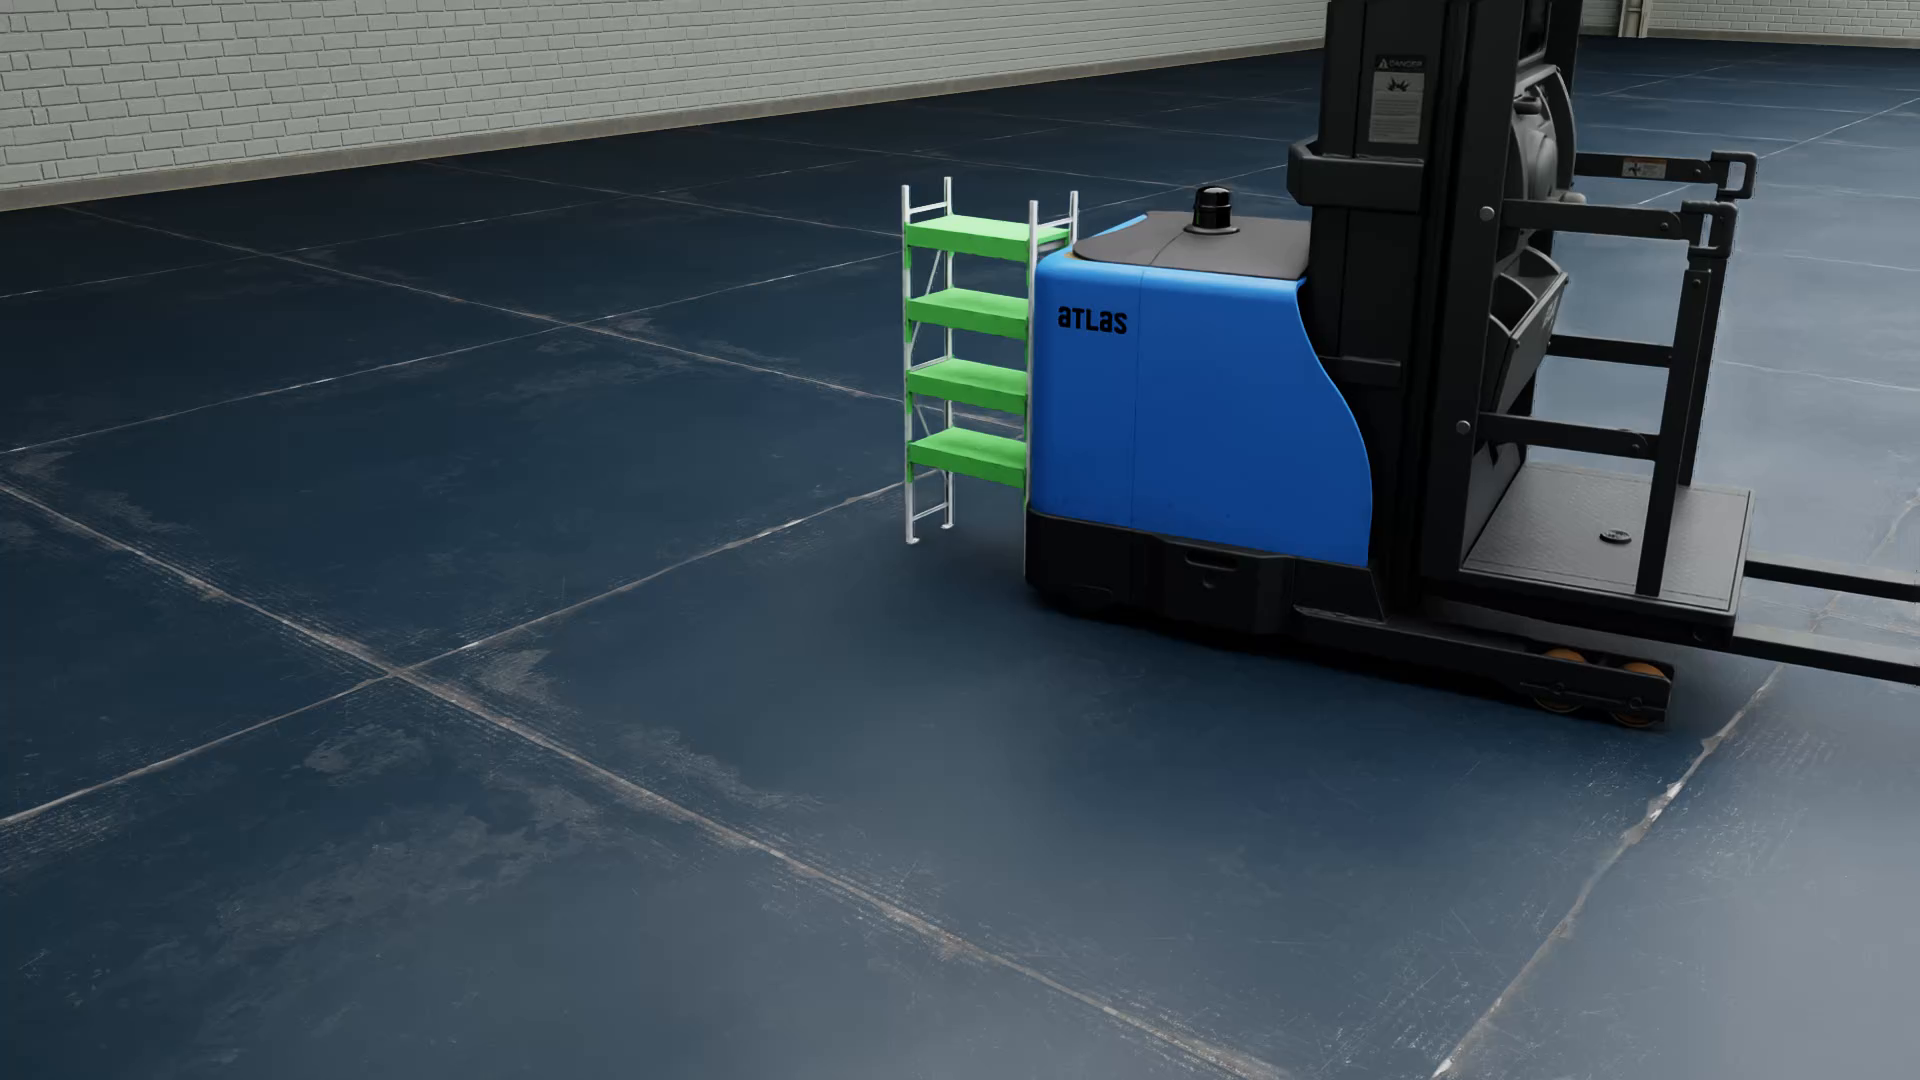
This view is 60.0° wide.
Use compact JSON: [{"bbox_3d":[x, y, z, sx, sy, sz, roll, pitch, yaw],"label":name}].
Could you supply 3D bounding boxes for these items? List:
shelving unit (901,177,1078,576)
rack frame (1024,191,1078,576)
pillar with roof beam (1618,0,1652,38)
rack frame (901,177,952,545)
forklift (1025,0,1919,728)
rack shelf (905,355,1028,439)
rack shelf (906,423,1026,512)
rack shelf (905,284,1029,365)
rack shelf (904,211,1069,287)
[{"bbox_3d":[0.089,-0.529,5.369,0.503,1.200,0.258,15,25,34],"label":"shelving unit"},{"bbox_3d":[0.284,-0.477,5.232,0.015,1.200,0.240,15,25,34],"label":"rack frame"},{"bbox_3d":[8.864,-11.701,23.945,0.400,9.000,9.100,16,26,36],"label":"pillar with roof beam"},{"bbox_3d":[-0.106,-0.580,5.507,0.015,1.200,0.240,15,25,34],"label":"rack frame"},{"bbox_3d":[1.754,-1.093,4.413,3.031,2.935,1.130,10,23,25],"label":"forklift"},{"bbox_3d":[0.089,-0.469,5.392,0.480,0.148,0.258,15,25,34],"label":"rack shelf"},{"bbox_3d":[0.089,-0.244,5.477,0.480,0.148,0.258,15,25,34],"label":"rack shelf"},{"bbox_3d":[0.089,-0.693,5.307,0.480,0.148,0.258,15,25,34],"label":"rack shelf"},{"bbox_3d":[0.089,-0.918,5.222,0.480,0.148,0.258,15,25,34],"label":"rack shelf"}]
